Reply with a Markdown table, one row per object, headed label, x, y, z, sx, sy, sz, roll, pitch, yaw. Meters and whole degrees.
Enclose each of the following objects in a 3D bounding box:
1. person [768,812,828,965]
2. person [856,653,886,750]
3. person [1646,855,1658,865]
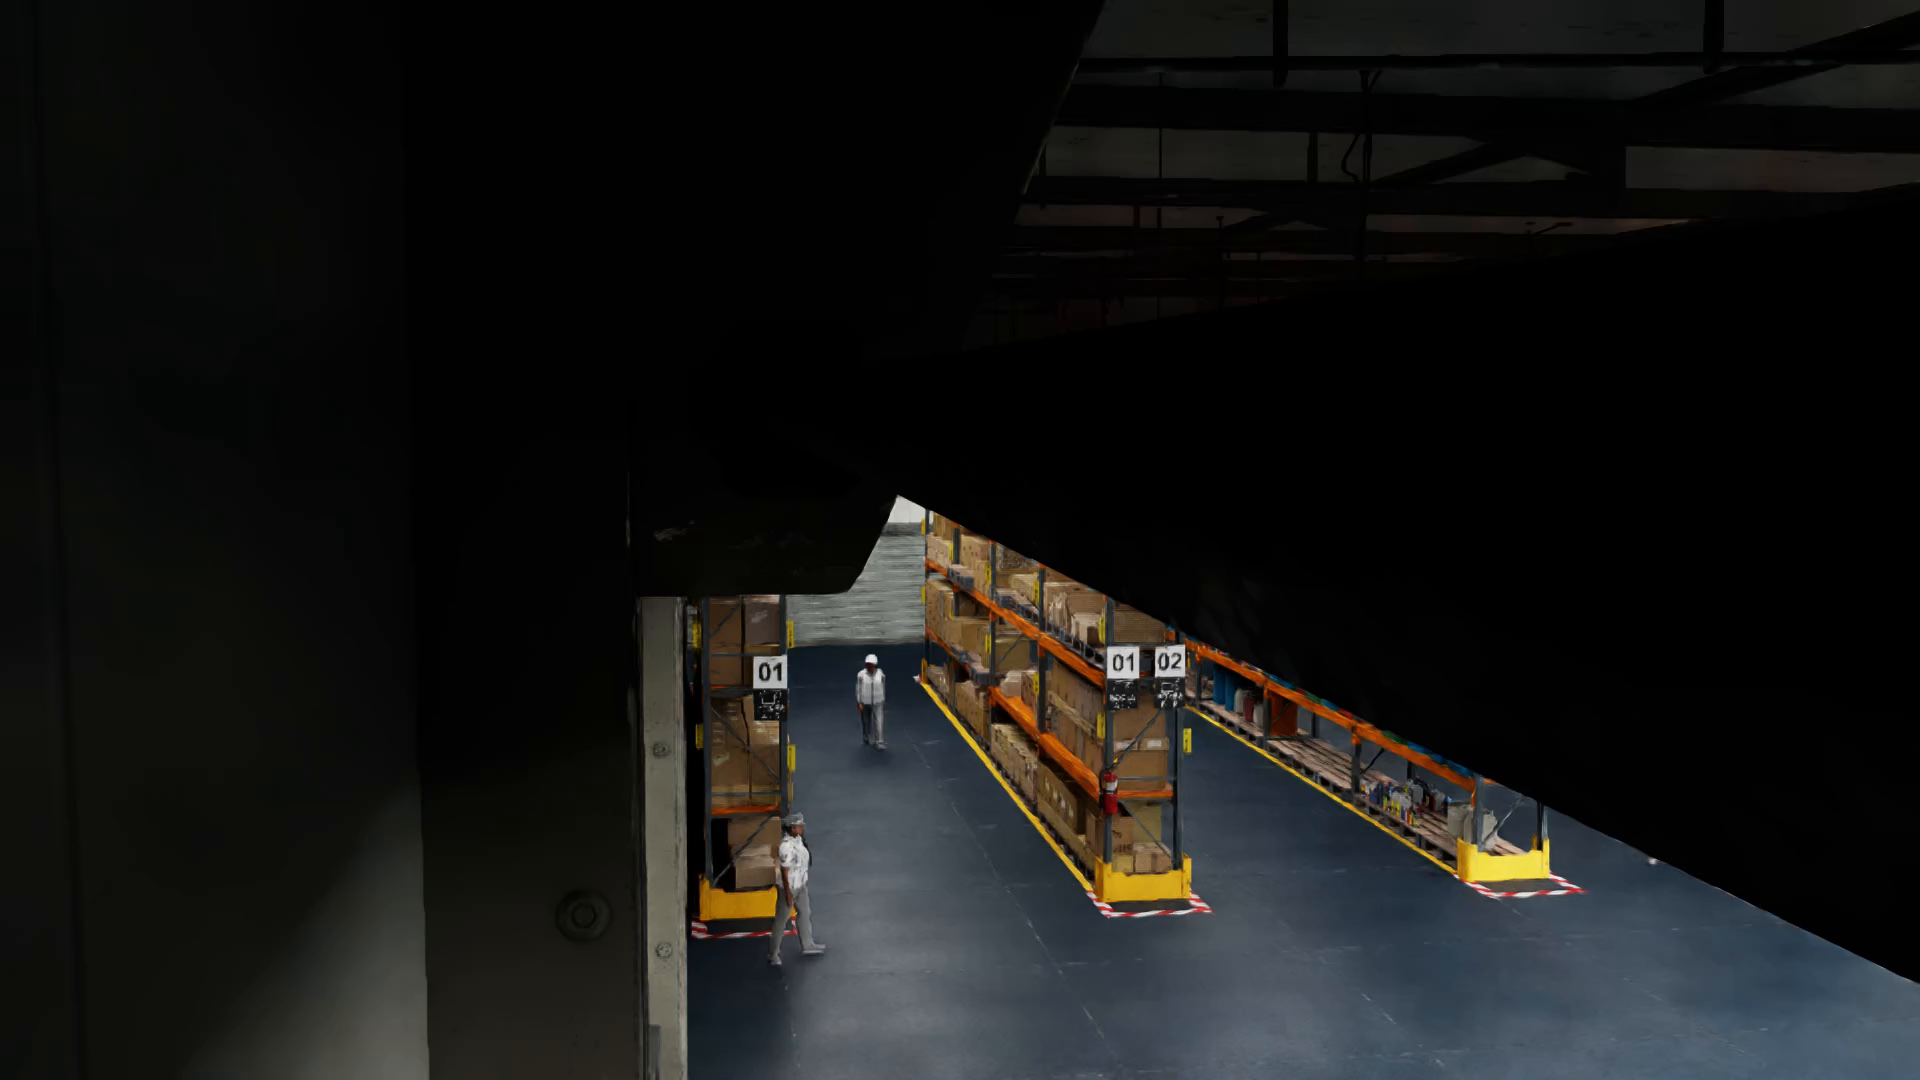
| label | x | y | z | sx | sy | sz | roll | pitch | yaw |
| --- | --- | --- | --- | --- | --- | --- | --- | --- | --- |
| person | -1.850 | 3.850 | 18.570 | 0.520 | 1.674 | 0.675 | 2 | 5 | 21 |
| person | -1.594 | 2.859 | 29.718 | 0.543 | 1.700 | 1.107 | -1 | 5 | -6 |
| person | 9.410 | 3.472 | 22.455 | 0.622 | 1.772 | 0.576 | 3 | 6 | 27 |
